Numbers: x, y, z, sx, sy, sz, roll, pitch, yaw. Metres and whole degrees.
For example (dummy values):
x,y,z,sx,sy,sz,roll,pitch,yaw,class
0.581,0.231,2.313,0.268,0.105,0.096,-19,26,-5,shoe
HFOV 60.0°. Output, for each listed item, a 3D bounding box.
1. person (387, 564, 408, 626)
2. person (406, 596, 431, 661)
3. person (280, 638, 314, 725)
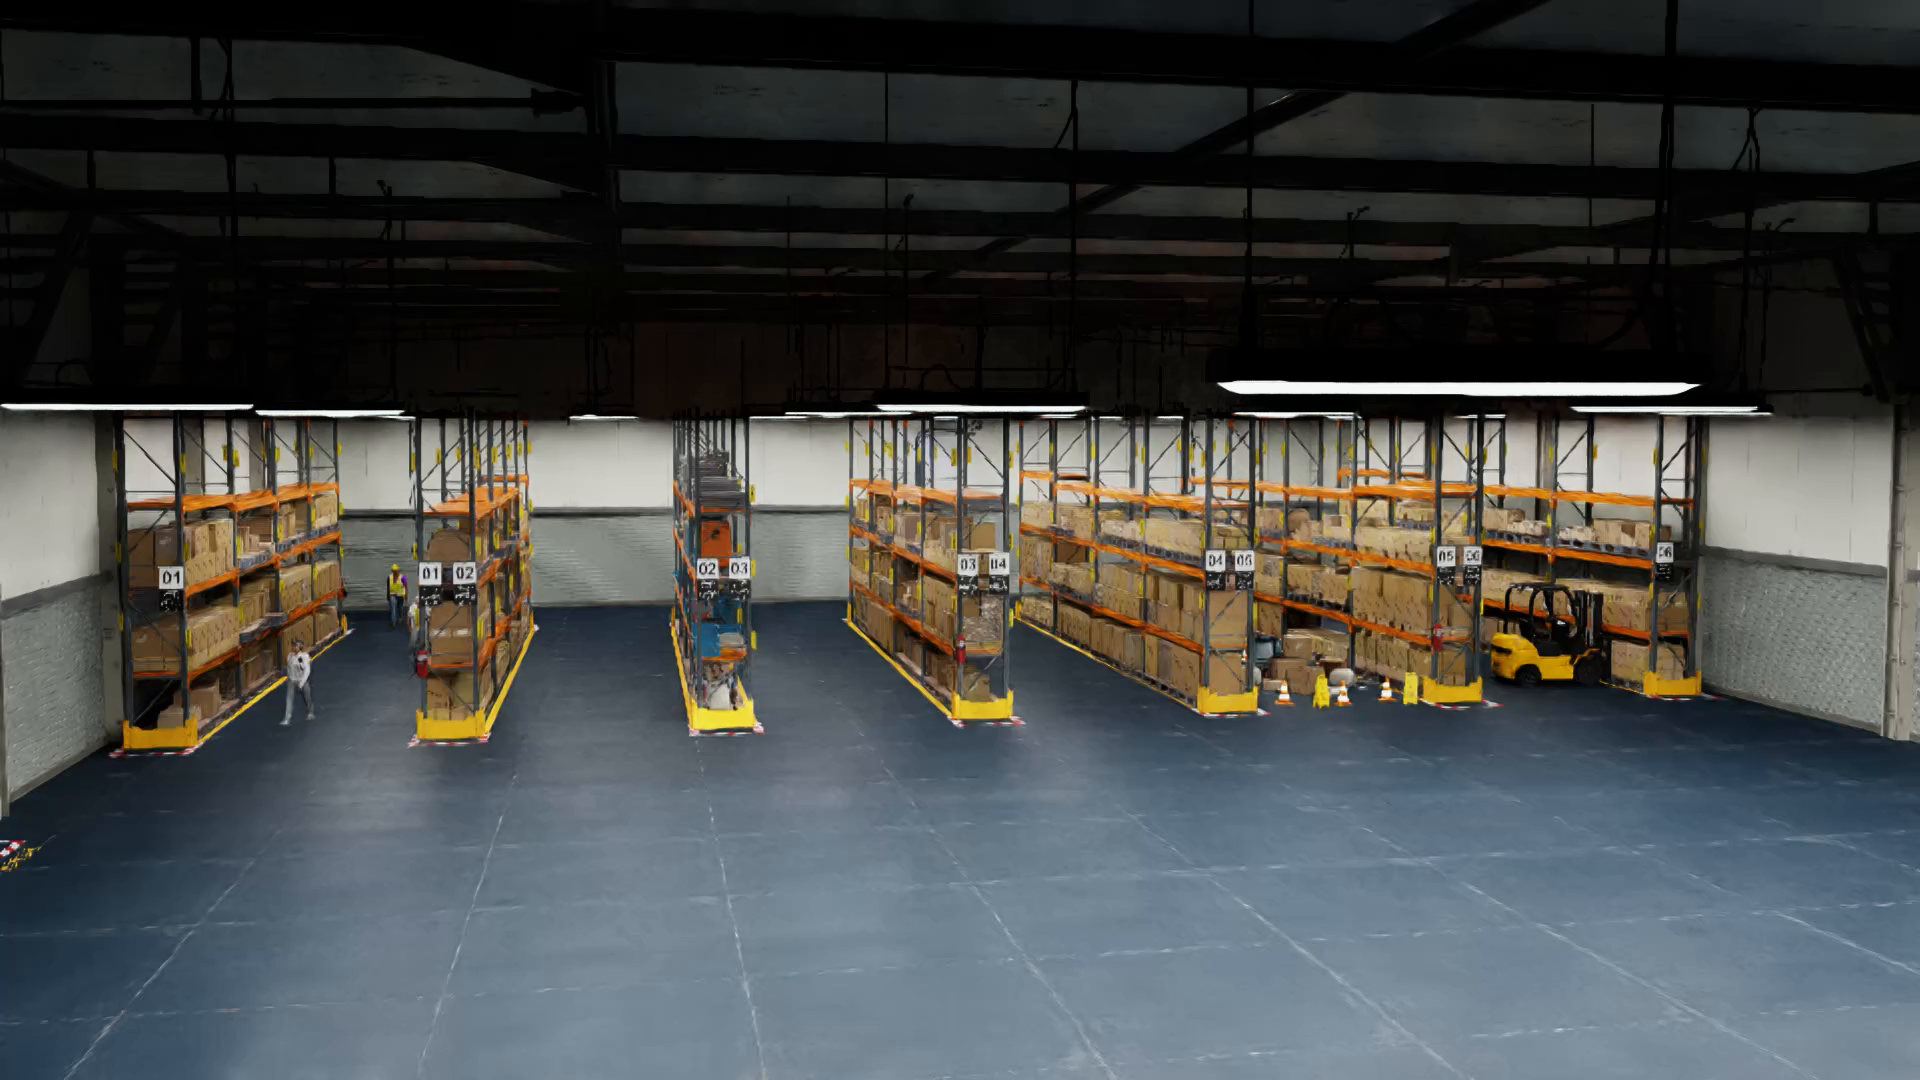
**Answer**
x,y,z,sx,sy,sz,roll,pitch,yaw,class
-15.851,1.539,46.845,0.591,1.716,1.042,-1,4,-12,person
-12.866,2.112,39.597,0.625,1.611,0.575,-1,4,-13,person
-12.533,2.654,31.511,0.482,1.621,0.997,0,4,-2,person
